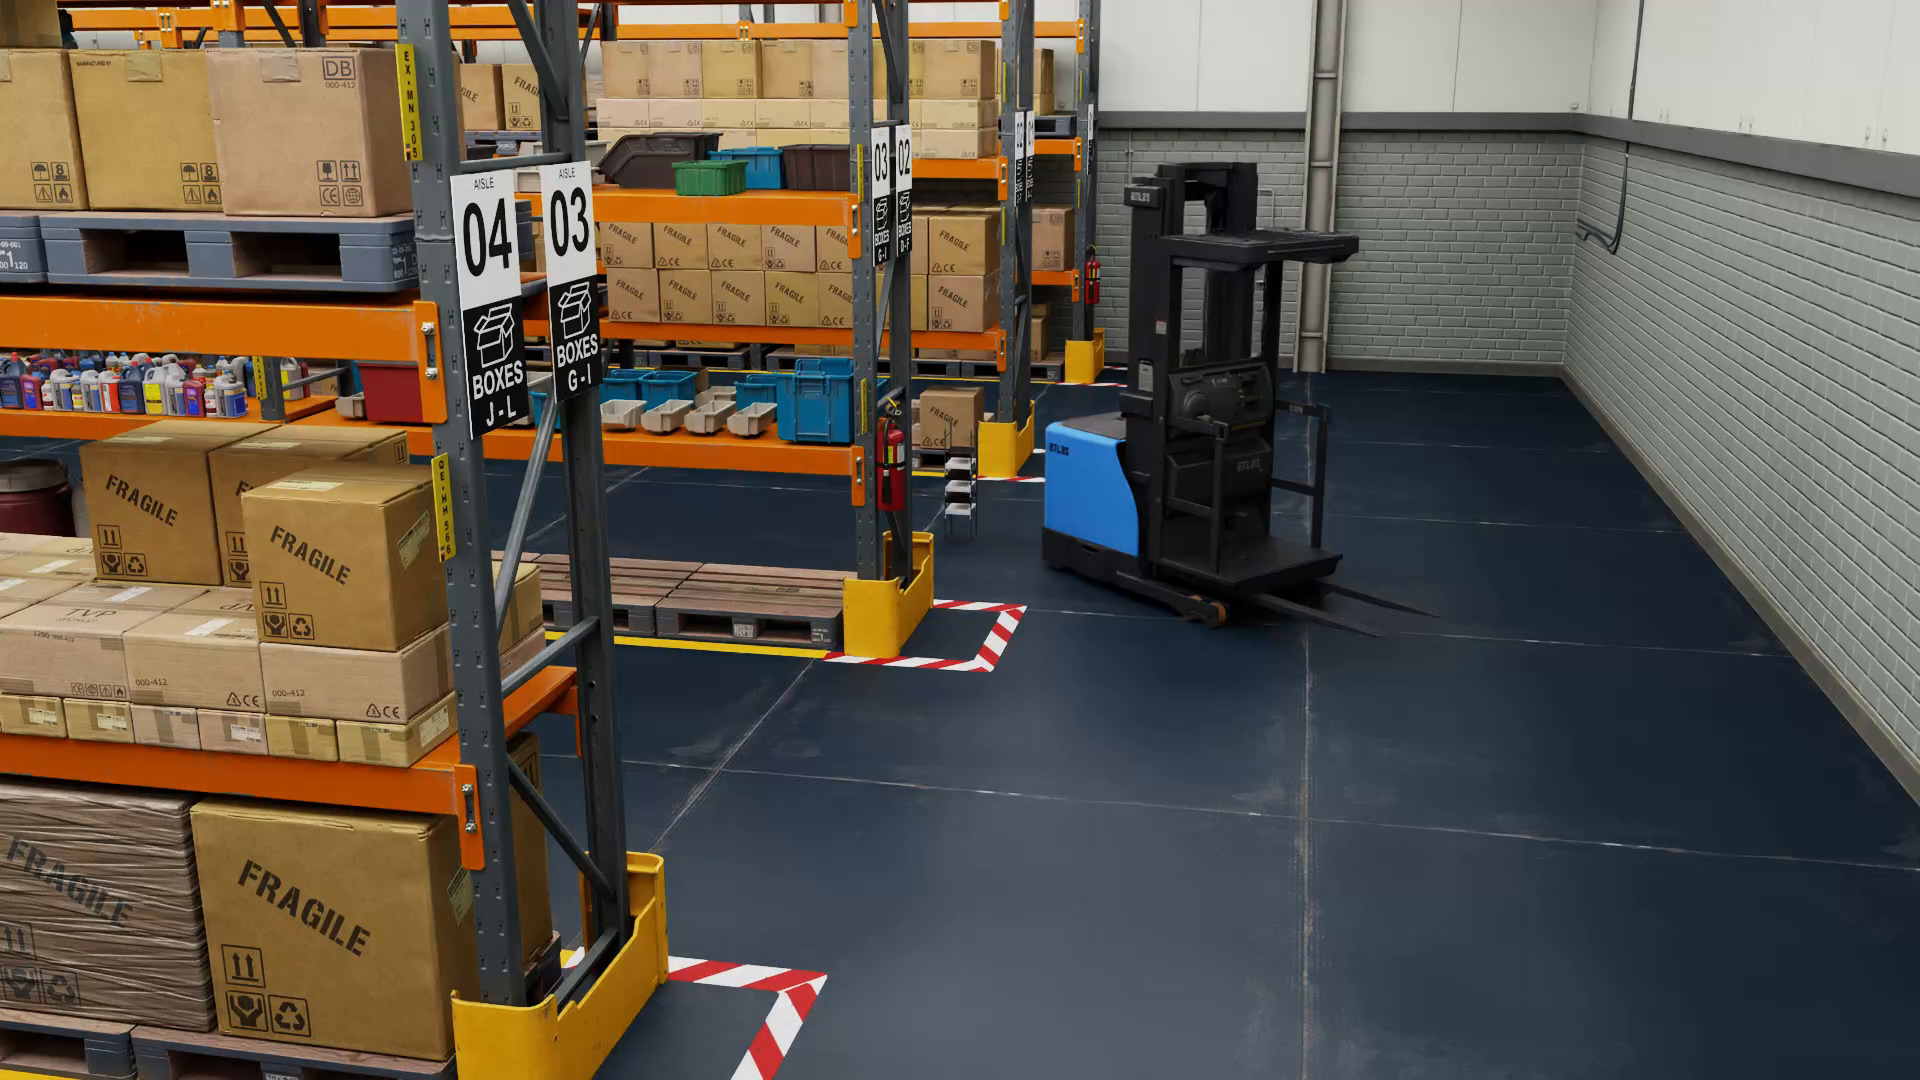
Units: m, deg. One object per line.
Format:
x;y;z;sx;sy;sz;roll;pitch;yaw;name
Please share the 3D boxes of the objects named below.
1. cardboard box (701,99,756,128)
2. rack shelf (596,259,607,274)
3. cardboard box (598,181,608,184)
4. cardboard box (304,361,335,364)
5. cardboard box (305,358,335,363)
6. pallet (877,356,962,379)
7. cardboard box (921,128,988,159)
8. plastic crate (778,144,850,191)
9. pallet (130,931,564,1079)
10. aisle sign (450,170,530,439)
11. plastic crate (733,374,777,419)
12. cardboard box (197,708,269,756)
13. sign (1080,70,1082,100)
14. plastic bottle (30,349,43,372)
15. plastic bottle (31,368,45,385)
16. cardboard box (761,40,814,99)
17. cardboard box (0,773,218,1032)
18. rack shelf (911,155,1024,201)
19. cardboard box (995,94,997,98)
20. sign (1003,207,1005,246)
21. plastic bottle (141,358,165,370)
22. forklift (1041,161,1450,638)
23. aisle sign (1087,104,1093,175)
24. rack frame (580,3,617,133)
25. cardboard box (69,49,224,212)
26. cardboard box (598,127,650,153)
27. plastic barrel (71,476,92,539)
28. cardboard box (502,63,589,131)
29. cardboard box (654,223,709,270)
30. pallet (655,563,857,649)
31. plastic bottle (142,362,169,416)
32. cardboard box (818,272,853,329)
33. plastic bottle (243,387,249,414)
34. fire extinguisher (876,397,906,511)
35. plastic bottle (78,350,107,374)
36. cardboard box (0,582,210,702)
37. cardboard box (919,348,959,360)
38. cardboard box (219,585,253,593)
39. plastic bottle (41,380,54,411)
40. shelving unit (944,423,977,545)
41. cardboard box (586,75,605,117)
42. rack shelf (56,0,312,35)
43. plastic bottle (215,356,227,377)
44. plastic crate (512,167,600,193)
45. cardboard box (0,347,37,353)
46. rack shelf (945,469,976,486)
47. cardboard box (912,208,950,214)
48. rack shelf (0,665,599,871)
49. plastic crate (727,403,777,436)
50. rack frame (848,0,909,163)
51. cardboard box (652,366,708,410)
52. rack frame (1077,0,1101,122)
-2.003;-3.840;14.962;0.500;0.250;0.500;3;16;11;cardboard box
-4.384;-3.428;21.097;4.000;0.370;1.077;3;16;11;rack shelf
-4.340;-4.404;21.086;0.500;0.250;0.500;3;16;10;cardboard box
-6.364;-1.604;17.024;0.500;0.500;0.500;4;16;13;cardboard box
-6.308;-1.964;16.917;0.500;0.250;0.500;4;16;13;cardboard box
-0.496;-2.200;20.538;1.213;0.211;1.003;3;16;11;pallet
-0.044;-3.492;14.640;0.500;0.250;0.500;3;16;11;cardboard box
-0.800;-2.340;10.447;0.590;0.269;0.497;3;16;11;plastic crate
-2.265;1.753;6.268;1.213;0.211;1.003;3;16;11;pallet
-1.455;-0.739;5.172;0.004;0.787;0.394;3;16;11;aisle sign
-1.300;-0.947;10.992;0.300;0.233;0.416;3;16;11;plastic crate
-2.382;0.593;5.704;0.250;0.149;0.380;3;16;11;cardboard box
1.374;-5.149;18.831;0.005;0.325;0.100;3;16;11;sign
-6.717;-1.263;12.151;0.133;0.283;0.061;3;16;11;plastic bottle
-6.298;-1.039;11.366;0.097;0.271;0.097;0;15;0;plastic bottle
-1.450;-4.257;15.061;0.500;0.500;0.700;3;16;11;cardboard box
-3.001;1.191;6.265;0.875;0.875;0.875;3;16;11;cardboard box
-1.448;-3.365;15.250;4.000;0.370;1.077;3;16;11;rack shelf
0.215;-5.077;19.388;0.500;0.250;0.500;3;16;9;cardboard box
0.382;-2.726;14.453;0.005;0.325;0.100;3;16;11;sign
-5.714;-1.151;11.761;0.135;0.276;0.152;3;16;11;plastic bottle
1.895;-0.987;11.063;1.130;2.935;3.031;-12;19;-36;forklift
1.506;-4.626;19.205;0.004;0.787;0.394;3;16;11;aisle sign
-3.408;-5.264;15.138;0.127;3.000;1.000;3;16;11;rack frame
-2.513;-1.388;5.604;0.500;0.500;0.700;3;16;9;cardboard box
-2.981;-3.655;15.231;0.500;0.250;0.500;3;16;11;cardboard box
-6.158;-0.205;11.987;0.421;0.512;0.421;0;15;0;plastic barrel
-3.887;-4.163;15.622;0.600;0.600;0.600;2;16;6;cardboard box
-2.496;-2.777;15.337;0.500;0.500;0.500;3;16;9;cardboard box
-1.279;0.426;11.060;1.213;0.211;1.003;3;16;11;pallet
-5.364;-1.017;11.135;0.185;0.351;0.144;3;16;11;plastic bottle
-0.978;-2.215;15.183;0.500;0.500;0.500;3;16;12;cardboard box
-4.843;-0.951;11.180;0.097;0.201;0.097;0;15;0;plastic bottle
-0.421;-0.520;10.095;0.183;0.674;0.296;3;16;11;fire extinguisher
-6.257;-1.259;12.011;0.185;0.351;0.144;3;16;11;plastic bottle
-2.989;0.350;5.834;0.500;0.250;0.500;3;16;9;cardboard box
-0.194;-2.518;20.359;0.500;0.500;0.700;3;16;9;cardboard box
-2.393;0.238;6.237;0.500;0.250;0.500;3;16;10;cardboard box
-6.180;-0.983;11.292;0.097;0.201;0.097;0;15;0;plastic bottle
0.008;-0.433;12.870;0.210;0.900;0.258;3;16;11;shelving unit
-4.301;-5.506;20.620;0.500;0.500;0.700;3;16;11;cardboard box
-6.358;-3.535;10.994;4.000;0.370;1.077;3;16;11;rack shelf
-5.243;-1.172;11.846;0.097;0.271;0.097;0;15;0;plastic bottle
-2.553;-2.228;10.290;0.530;0.136;0.437;3;16;11;plastic crate
-10.282;-1.973;17.810;0.500;0.311;0.500;4;16;13;cardboard box
0.008;-0.488;12.855;0.200;0.077;0.258;3;16;11;rack shelf
-0.384;-2.808;15.451;0.500;0.500;0.500;3;16;12;cardboard box
-3.426;0.672;6.296;4.000;0.370;1.077;3;16;11;rack shelf
-1.314;-0.762;10.506;0.243;0.136;0.396;3;16;11;plastic crate
-0.479;-3.755;9.692;0.127;3.000;1.000;3;16;11;rack frame
-2.793;-1.424;16.372;0.500;0.500;0.500;3;16;11;cardboard box
1.496;-6.347;19.048;0.127;3.000;1.000;3;16;11;rack frame
